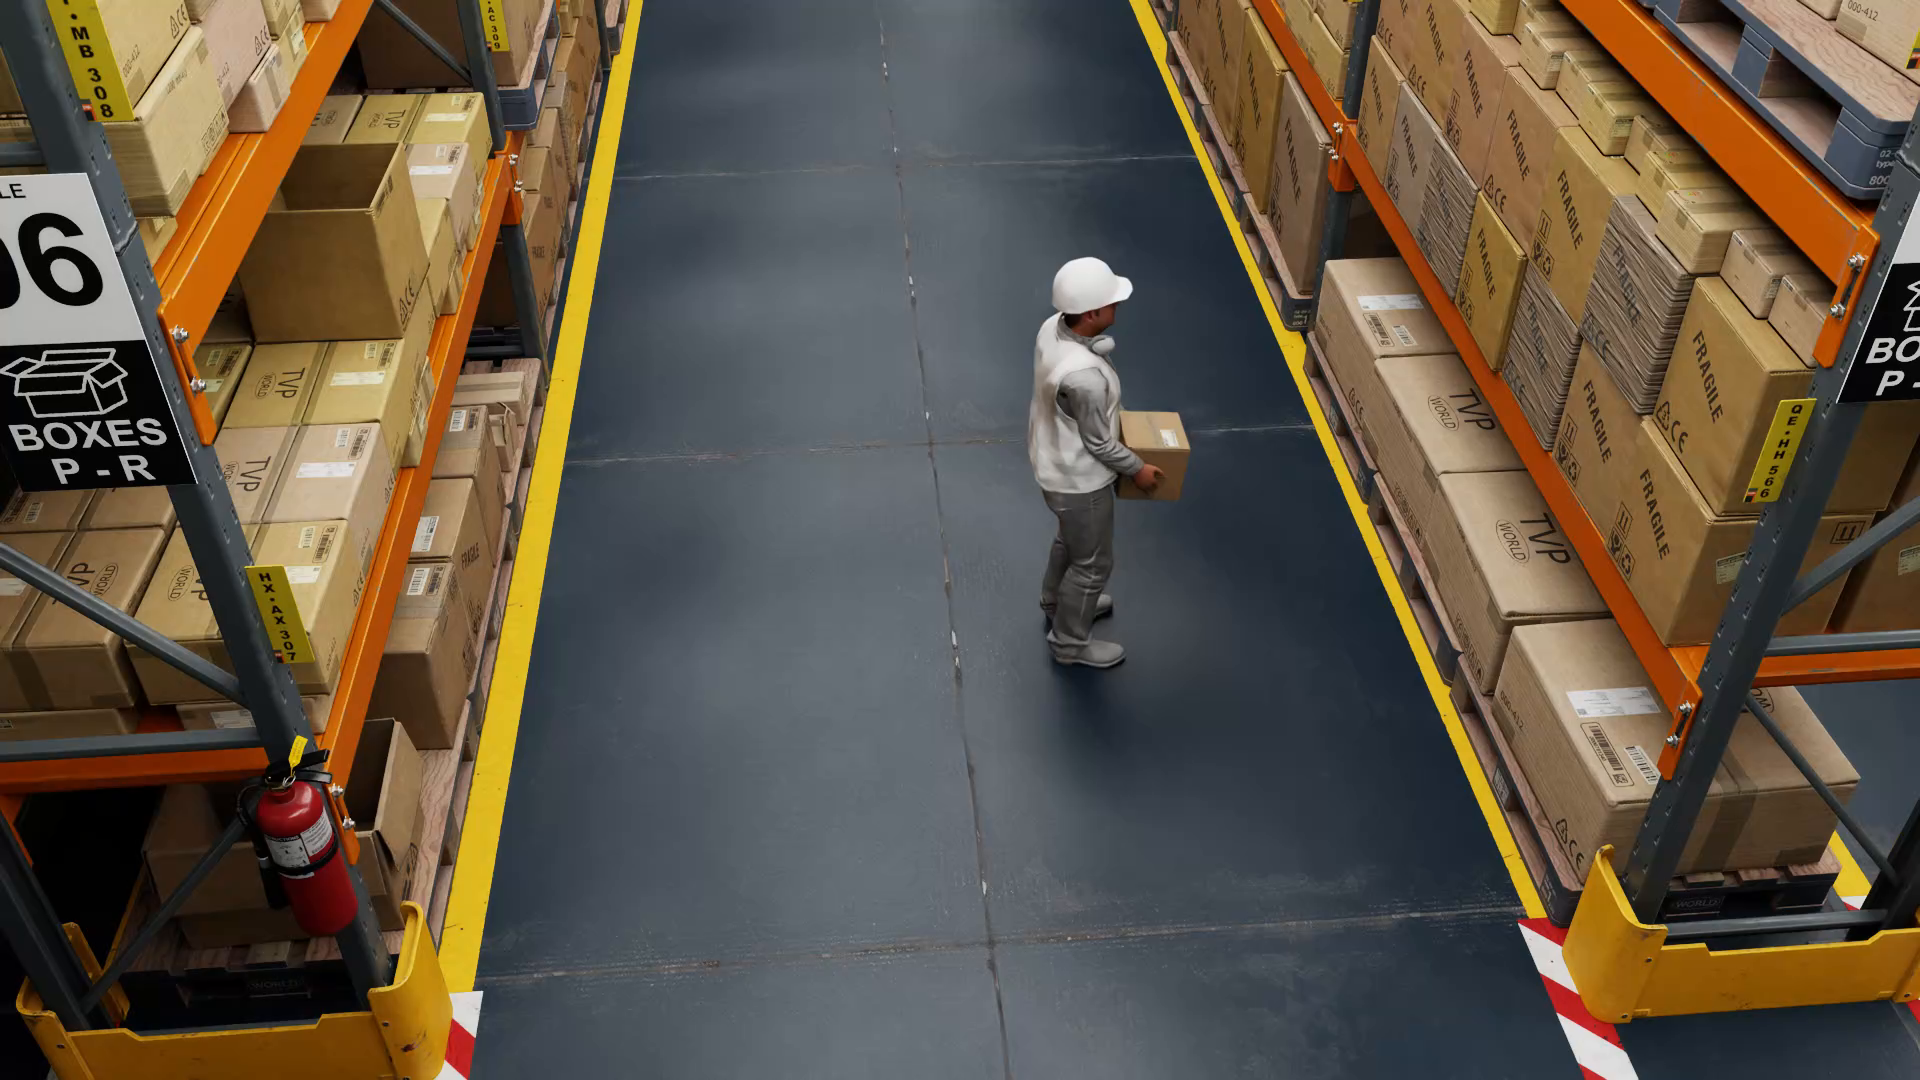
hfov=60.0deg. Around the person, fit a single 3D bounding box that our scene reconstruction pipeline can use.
[{"bbox_3d":[0.524,-0.308,6.509,0.511,1.779,0.536,-4,39,-4],"label":"person"}]
